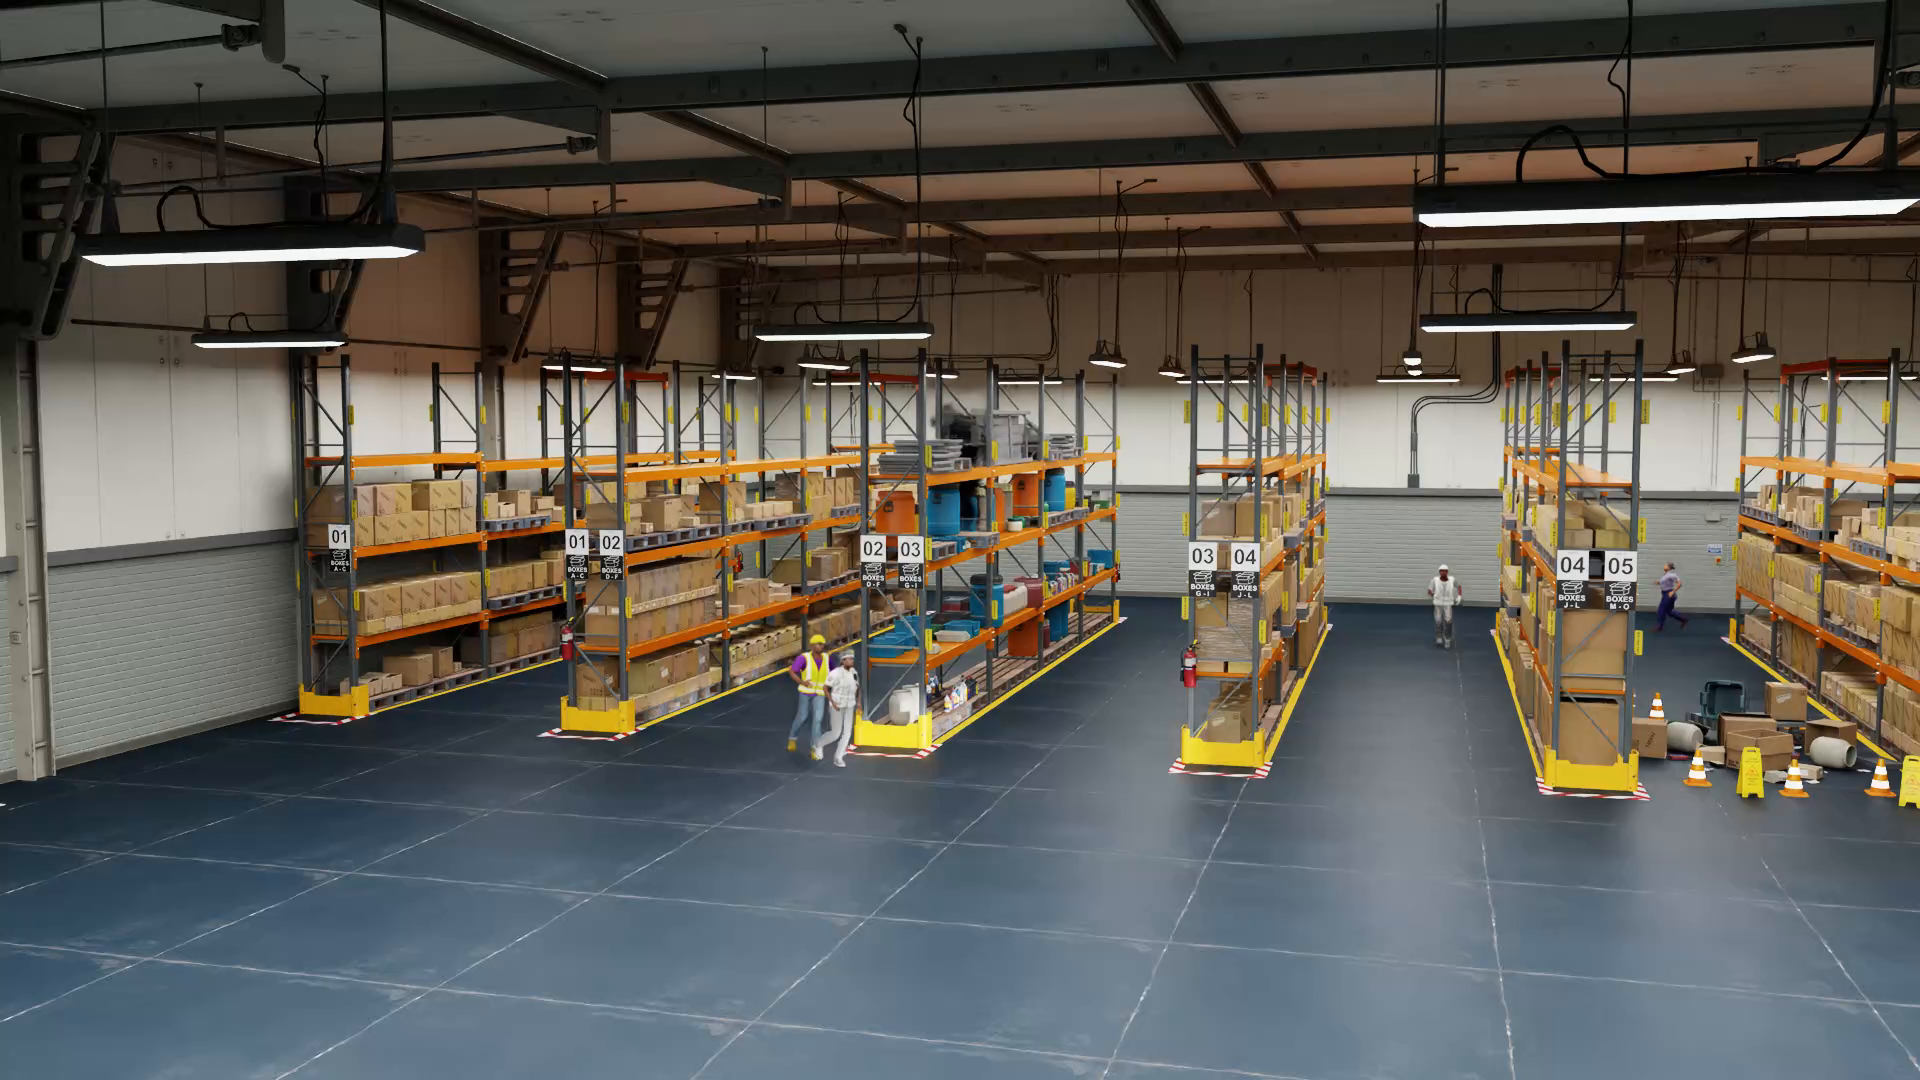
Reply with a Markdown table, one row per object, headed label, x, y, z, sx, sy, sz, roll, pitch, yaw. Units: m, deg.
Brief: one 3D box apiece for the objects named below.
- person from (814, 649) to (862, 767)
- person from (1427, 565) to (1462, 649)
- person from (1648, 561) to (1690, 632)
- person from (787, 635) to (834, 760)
| label | x | y | z | sx | sy | sz | roll | pitch | yaw |
| --- | --- | --- | --- | --- | --- | --- | --- | --- | --- |
| person | -1.695 | 2.387 | 23.925 | 0.652 | 1.636 | 0.656 | -3 | 5 | -38 |
| person | 10.436 | 1.445 | 35.842 | 0.707 | 1.839 | 0.738 | 1 | 4 | 17 |
| person | 16.336 | 1.300 | 38.247 | 0.898 | 1.623 | 0.613 | 1 | 4 | 15 |
| person | -2.128 | 2.271 | 24.427 | 0.765 | 1.760 | 0.905 | -2 | 5 | -22 |
